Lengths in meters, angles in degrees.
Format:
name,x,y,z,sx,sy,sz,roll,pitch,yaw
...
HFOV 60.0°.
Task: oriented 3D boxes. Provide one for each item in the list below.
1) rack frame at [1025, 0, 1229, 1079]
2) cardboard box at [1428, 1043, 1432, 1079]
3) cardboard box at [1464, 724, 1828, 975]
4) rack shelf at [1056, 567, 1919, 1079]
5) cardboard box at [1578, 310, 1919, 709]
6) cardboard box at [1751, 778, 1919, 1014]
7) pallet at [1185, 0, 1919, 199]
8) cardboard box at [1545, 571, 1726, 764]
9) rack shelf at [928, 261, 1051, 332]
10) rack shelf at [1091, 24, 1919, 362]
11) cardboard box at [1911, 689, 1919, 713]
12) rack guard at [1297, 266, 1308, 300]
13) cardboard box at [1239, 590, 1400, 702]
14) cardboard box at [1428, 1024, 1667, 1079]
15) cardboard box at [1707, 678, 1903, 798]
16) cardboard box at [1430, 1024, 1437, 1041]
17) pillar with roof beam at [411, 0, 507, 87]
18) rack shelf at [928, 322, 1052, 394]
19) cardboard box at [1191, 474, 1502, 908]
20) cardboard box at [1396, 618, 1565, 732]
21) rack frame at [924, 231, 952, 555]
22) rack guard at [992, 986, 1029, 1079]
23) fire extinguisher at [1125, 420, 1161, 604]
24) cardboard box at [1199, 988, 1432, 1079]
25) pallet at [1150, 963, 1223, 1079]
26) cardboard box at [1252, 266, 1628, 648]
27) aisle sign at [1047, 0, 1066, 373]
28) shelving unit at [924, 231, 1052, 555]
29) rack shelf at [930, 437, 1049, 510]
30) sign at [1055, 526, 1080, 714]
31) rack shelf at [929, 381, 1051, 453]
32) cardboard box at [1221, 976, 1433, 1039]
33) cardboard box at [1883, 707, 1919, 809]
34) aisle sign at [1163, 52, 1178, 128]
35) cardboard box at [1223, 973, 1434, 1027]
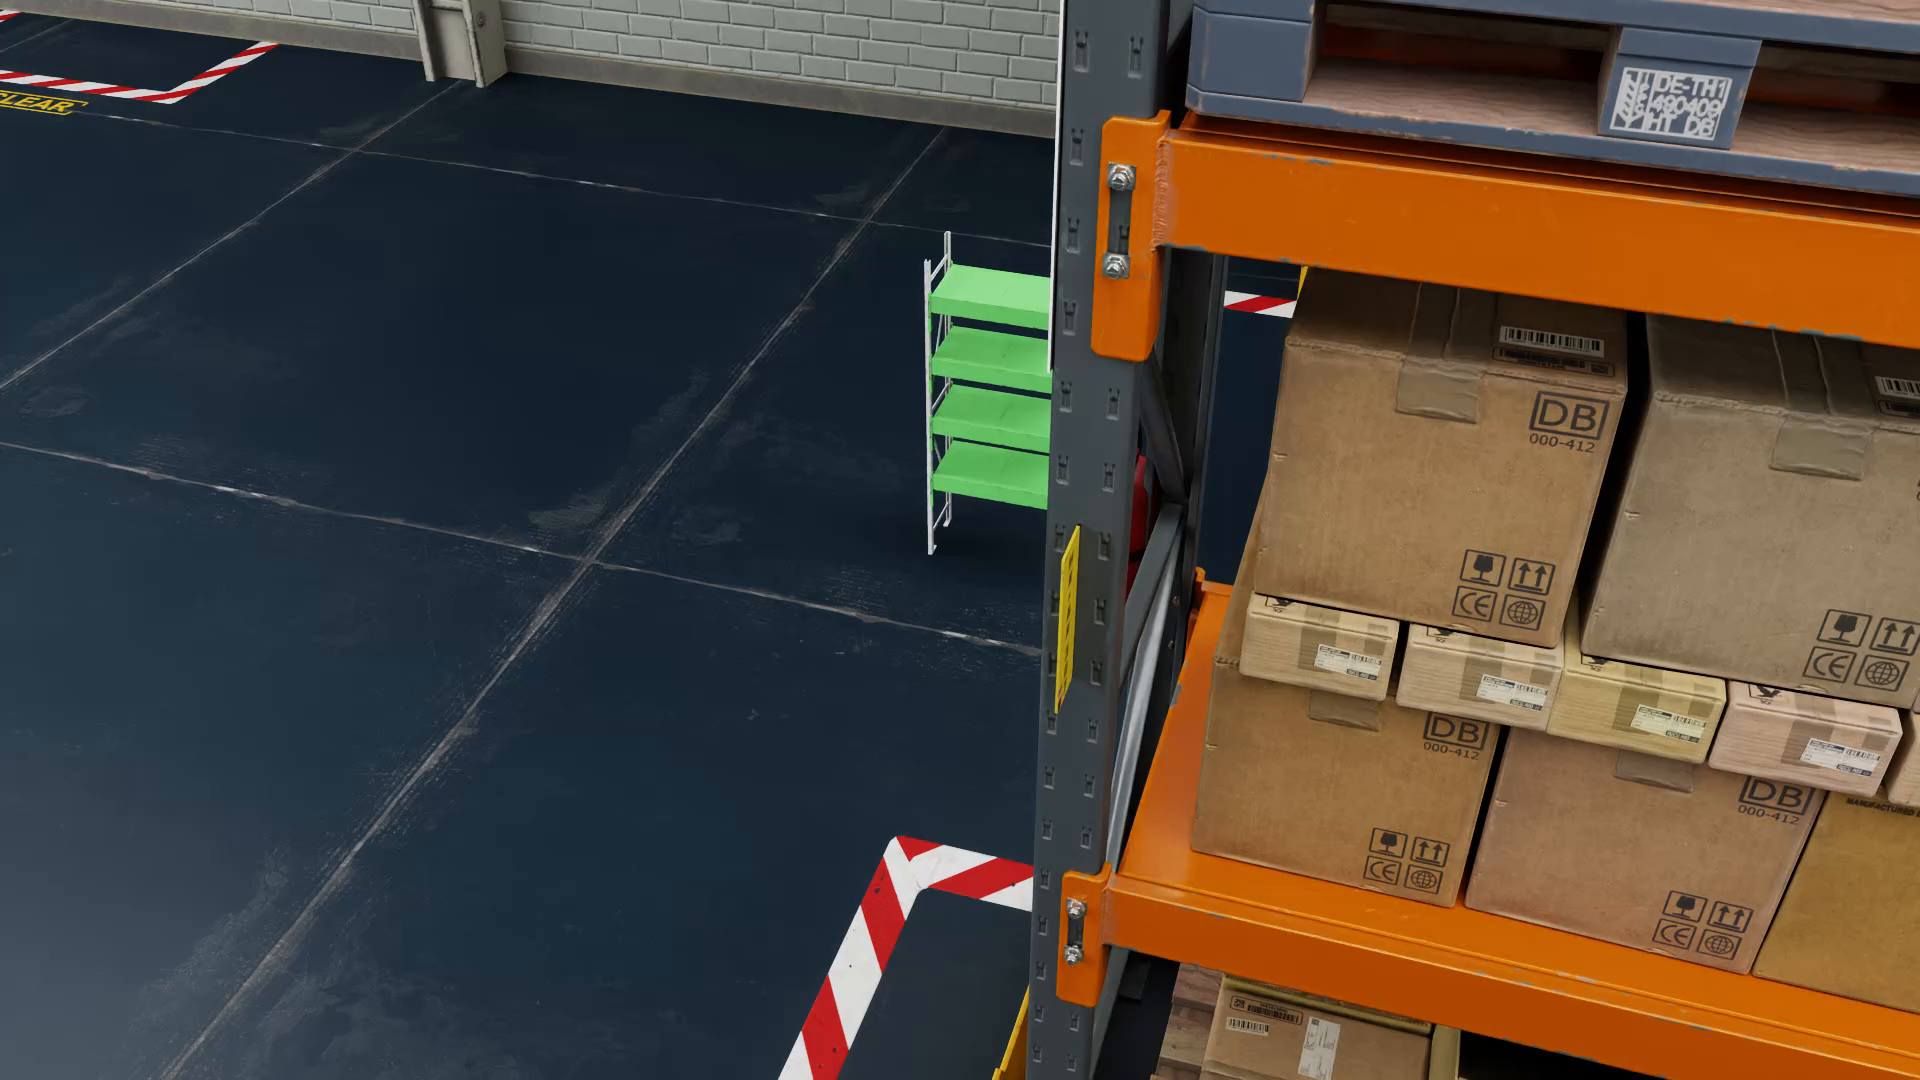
name,x,y,z,sx,sy,sz,roll,pitch,yaw
rack frame,0.348,0.202,3.445,0.127,3.000,1.000,10,38,14
cardboard box,1.272,1.447,3.718,0.500,0.250,0.500,10,38,14
cardboard box,1.292,0.342,3.171,0.500,0.500,0.700,11,38,15
rack shelf,2.257,0.845,3.178,4.000,0.370,1.077,10,38,14
cardboard box,1.344,-0.172,2.774,0.500,0.500,0.700,10,37,13
cardboard box,1.764,0.433,3.047,0.500,0.500,0.700,11,38,14
pallet,1.015,-0.831,2.392,1.213,0.211,1.003,10,38,14
cardboard box,1.148,0.182,2.841,0.250,0.149,0.380,11,38,14
rack shelf,0.158,-0.789,5.608,0.480,0.148,0.258,10,38,14
rack shelf,2.257,-0.363,2.289,4.000,0.370,1.077,10,38,14
cardboard box,1.825,-0.083,2.653,0.500,0.500,0.700,11,38,14
rack guard,1.894,-1.581,7.976,0.348,0.500,1.175,10,38,14
cardboard box,0.658,0.092,2.963,0.250,0.149,0.380,10,38,14
cardboard box,1.271,1.146,3.495,0.500,0.500,0.500,10,38,14
cardboard box,1.389,0.228,2.778,0.250,0.149,0.380,10,38,13
cardboard box,1.428,1.150,4.123,0.500,0.250,0.500,10,38,14
pillar with roof beam,-4.263,-4.008,4.104,0.400,9.000,9.100,10,38,14
rack shelf,0.158,-0.596,5.750,0.480,0.148,0.258,10,38,14
cardboard box,0.789,0.252,3.293,0.500,0.500,0.700,11,38,14
cardboard box,0.911,0.137,2.902,0.250,0.149,0.380,10,37,13
rack frame,-0.075,-0.497,5.913,0.015,1.200,0.240,10,38,14
rack guard,0.325,1.205,4.191,0.348,0.500,1.175,10,38,14
fire extinguisher,0.373,-0.050,3.853,0.183,0.674,0.296,10,38,14
cardboard box,0.793,1.361,3.836,0.500,0.250,0.500,10,38,14
pallet,1.090,1.437,4.120,1.213,0.211,1.003,10,38,14
cardboard box,0.840,-0.261,2.896,0.500,0.500,0.700,11,38,14
aisle sign,0.194,-0.683,2.454,0.004,0.787,0.394,10,38,14
shelving unit,0.158,-0.454,5.855,0.503,1.200,0.258,10,38,14
rack shelf,0.158,-0.209,6.035,0.480,0.148,0.258,10,38,14
sign,0.176,0.135,2.739,0.005,0.325,0.100,10,38,14
rack shelf,0.158,-0.403,5.892,0.480,0.148,0.258,10,38,14
cardboard box,0.948,1.068,4.234,0.500,0.250,0.500,10,38,14
cardboard box,1.644,0.273,2.716,0.250,0.149,0.380,9,37,12
aisle sign,0.372,-1.023,2.916,0.004,0.787,0.394,10,38,14
cardboard box,0.948,0.765,4.013,0.500,0.500,0.500,10,38,14
